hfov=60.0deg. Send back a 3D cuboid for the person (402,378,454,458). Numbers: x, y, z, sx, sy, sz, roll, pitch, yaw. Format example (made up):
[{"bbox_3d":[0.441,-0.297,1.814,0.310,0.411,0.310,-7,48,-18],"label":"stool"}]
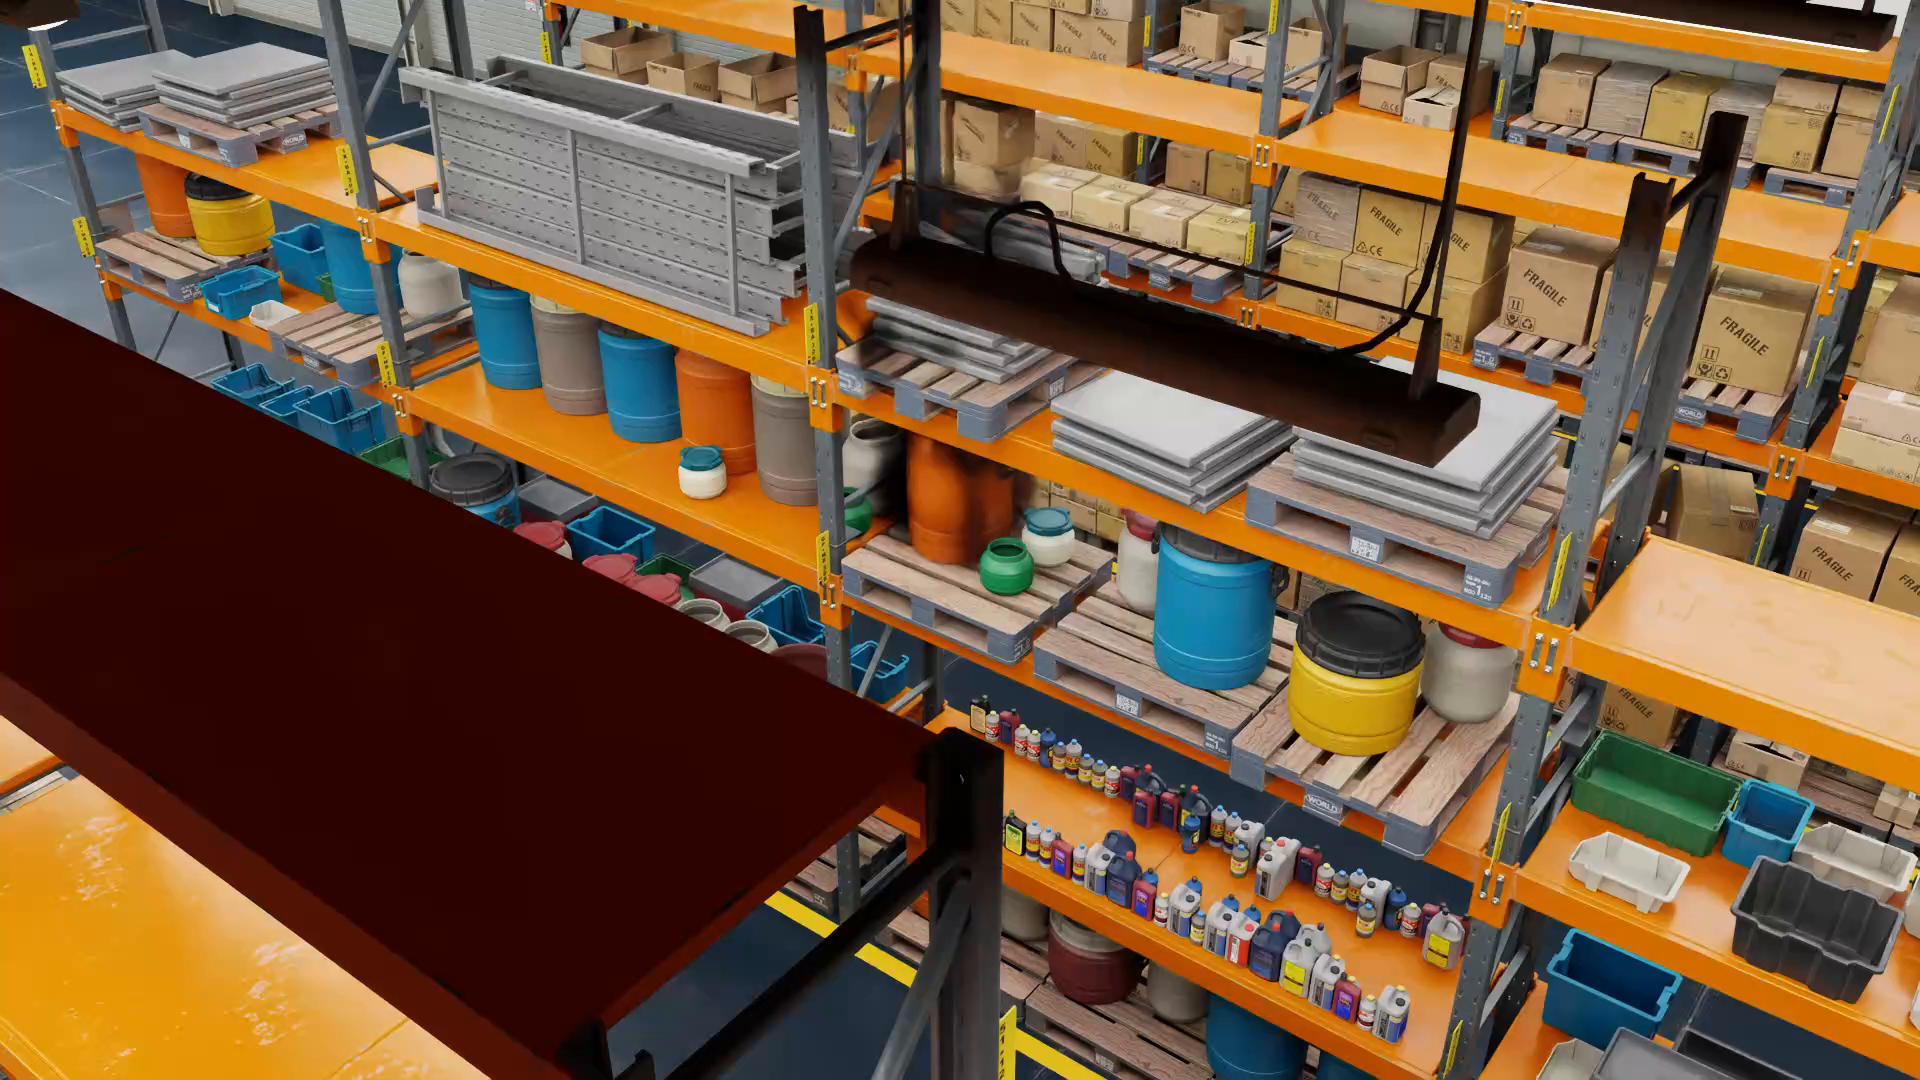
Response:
[{"bbox_3d":[-5.019,-1.151,15.631,0.751,1.606,0.528,18,36,27],"label":"person"}]
